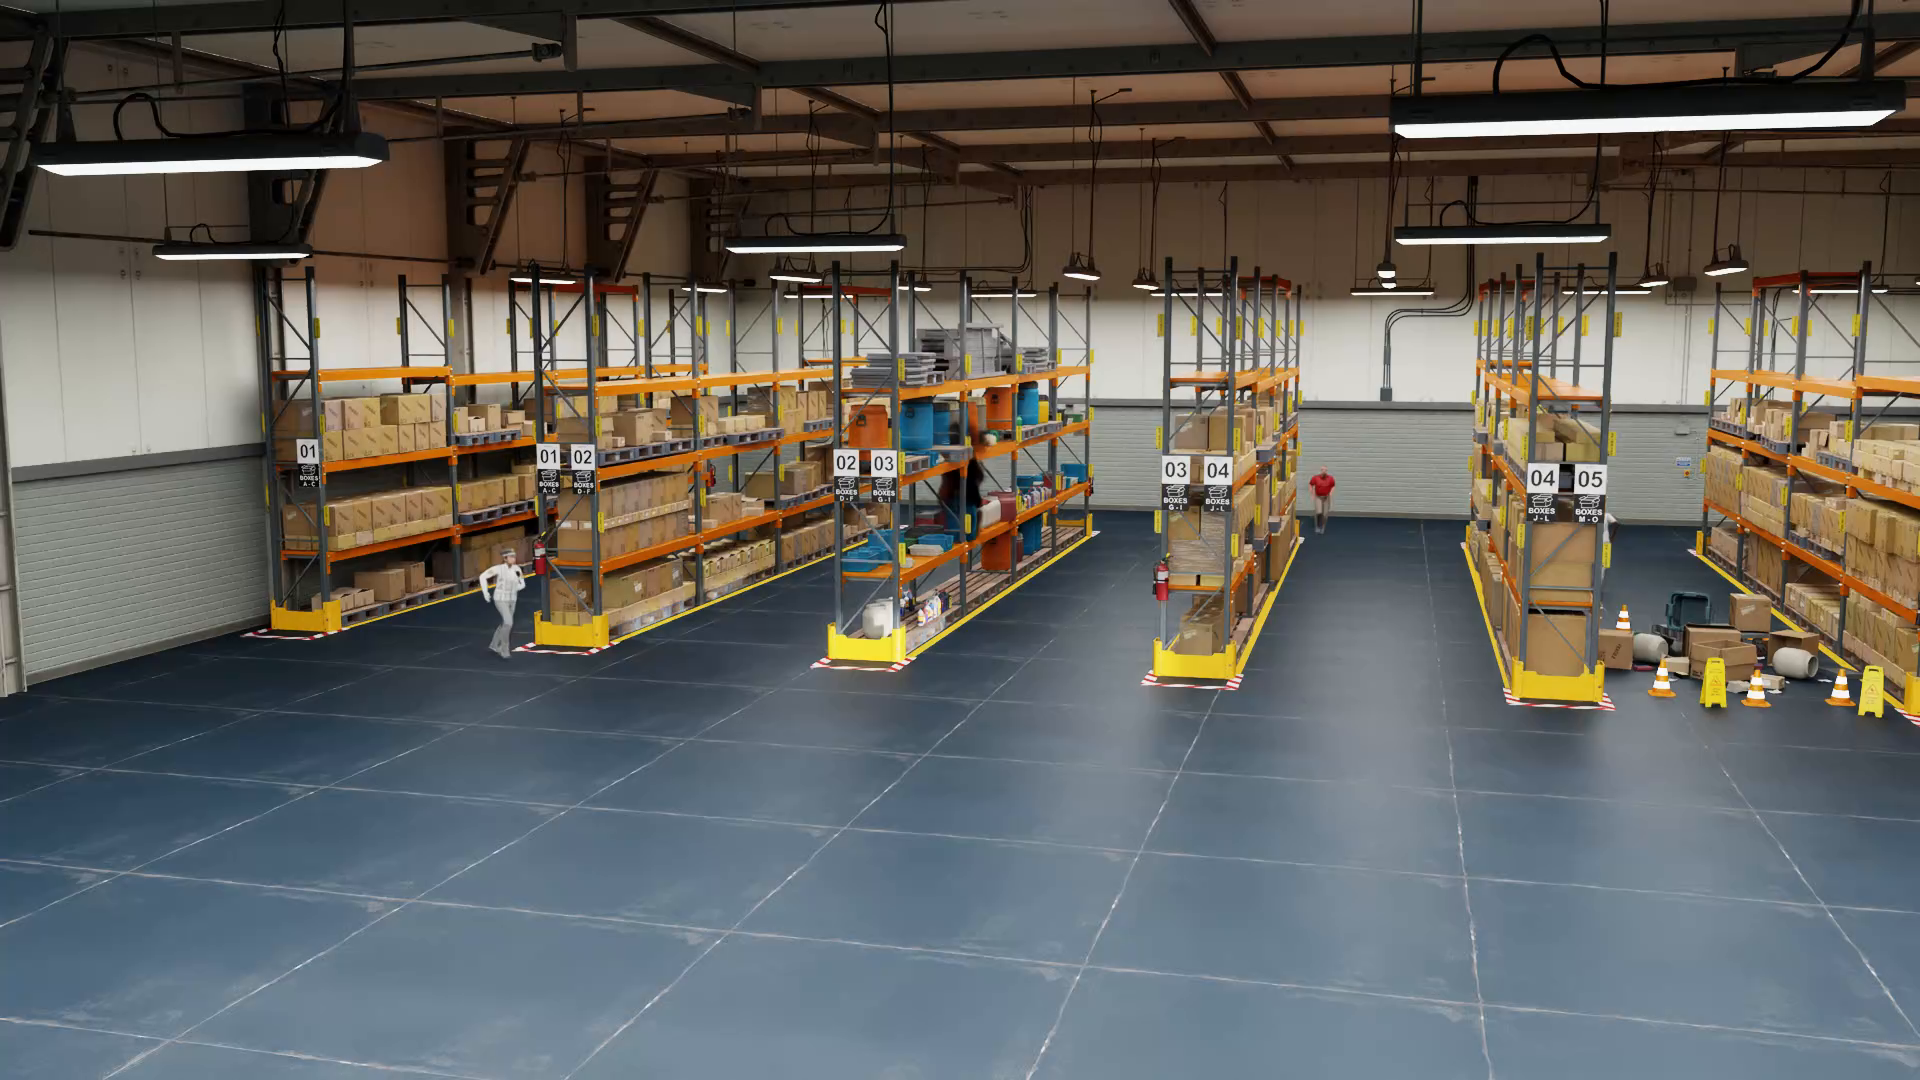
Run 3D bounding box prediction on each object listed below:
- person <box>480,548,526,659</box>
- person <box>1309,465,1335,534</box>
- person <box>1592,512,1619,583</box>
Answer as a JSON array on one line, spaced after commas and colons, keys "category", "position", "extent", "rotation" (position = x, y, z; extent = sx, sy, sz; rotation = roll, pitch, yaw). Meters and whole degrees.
[{"category": "person", "position": [-6.985, 0.980, 25.464], "extent": [0.705, 1.744, 0.631], "rotation": [6, 9, 37]}, {"category": "person", "position": [8.848, -0.977, 40.629], "extent": [0.602, 1.703, 0.762], "rotation": [0, 7, 1]}, {"category": "person", "position": [12.617, 0.019, 32.787], "extent": [0.632, 1.653, 0.586], "rotation": [2, 7, 15]}]
